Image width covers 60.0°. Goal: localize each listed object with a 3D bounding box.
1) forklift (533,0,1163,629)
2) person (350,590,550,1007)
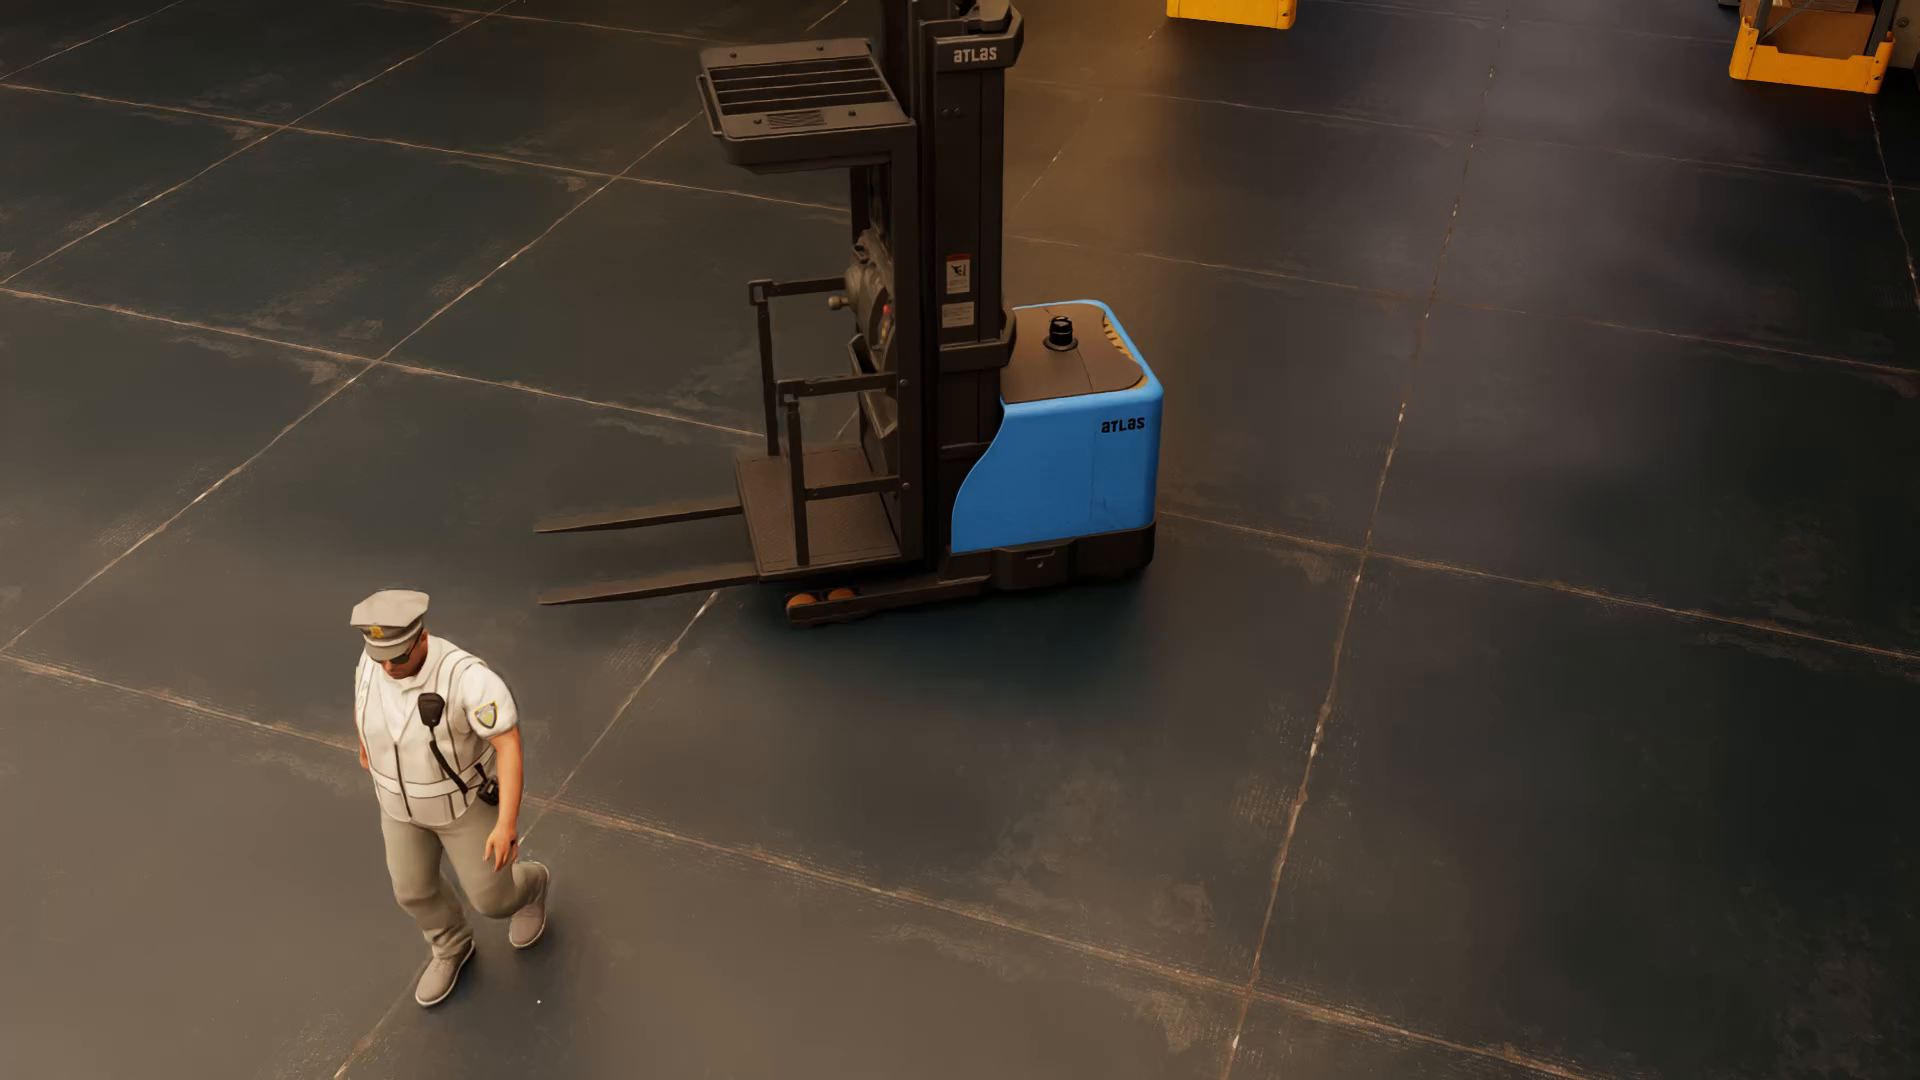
[{"bbox_3d":[-0.599,-1.104,7.668,3.031,2.935,1.130,-8,36,-11],"label":"forklift"},{"bbox_3d":[-1.833,0.888,5.902,0.792,1.730,0.595,7,36,10],"label":"person"}]
